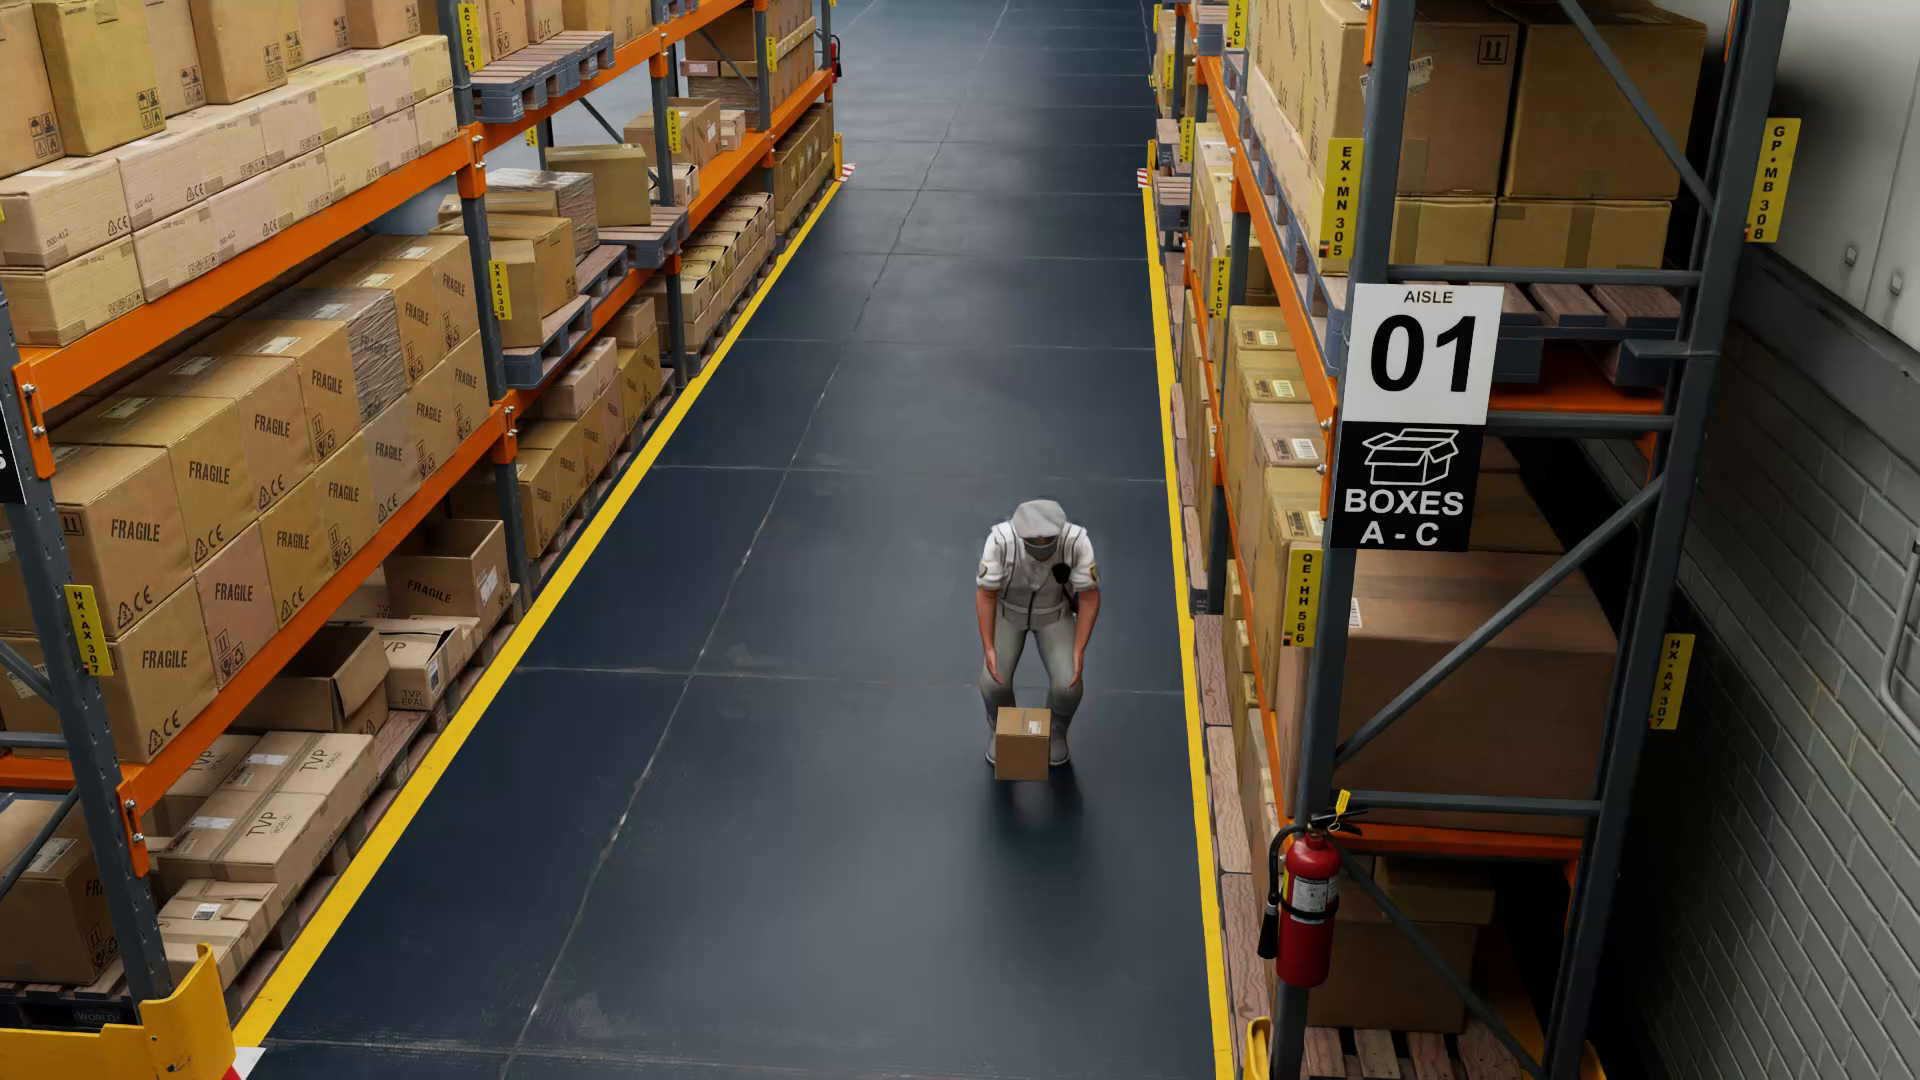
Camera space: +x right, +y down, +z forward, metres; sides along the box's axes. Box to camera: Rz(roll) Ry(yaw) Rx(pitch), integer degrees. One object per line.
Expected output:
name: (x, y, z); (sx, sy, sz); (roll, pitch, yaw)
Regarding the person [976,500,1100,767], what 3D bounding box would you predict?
person: (0.376, 0.415, 8.034); (0.590, 1.469, 0.771); (2, 24, 4)
